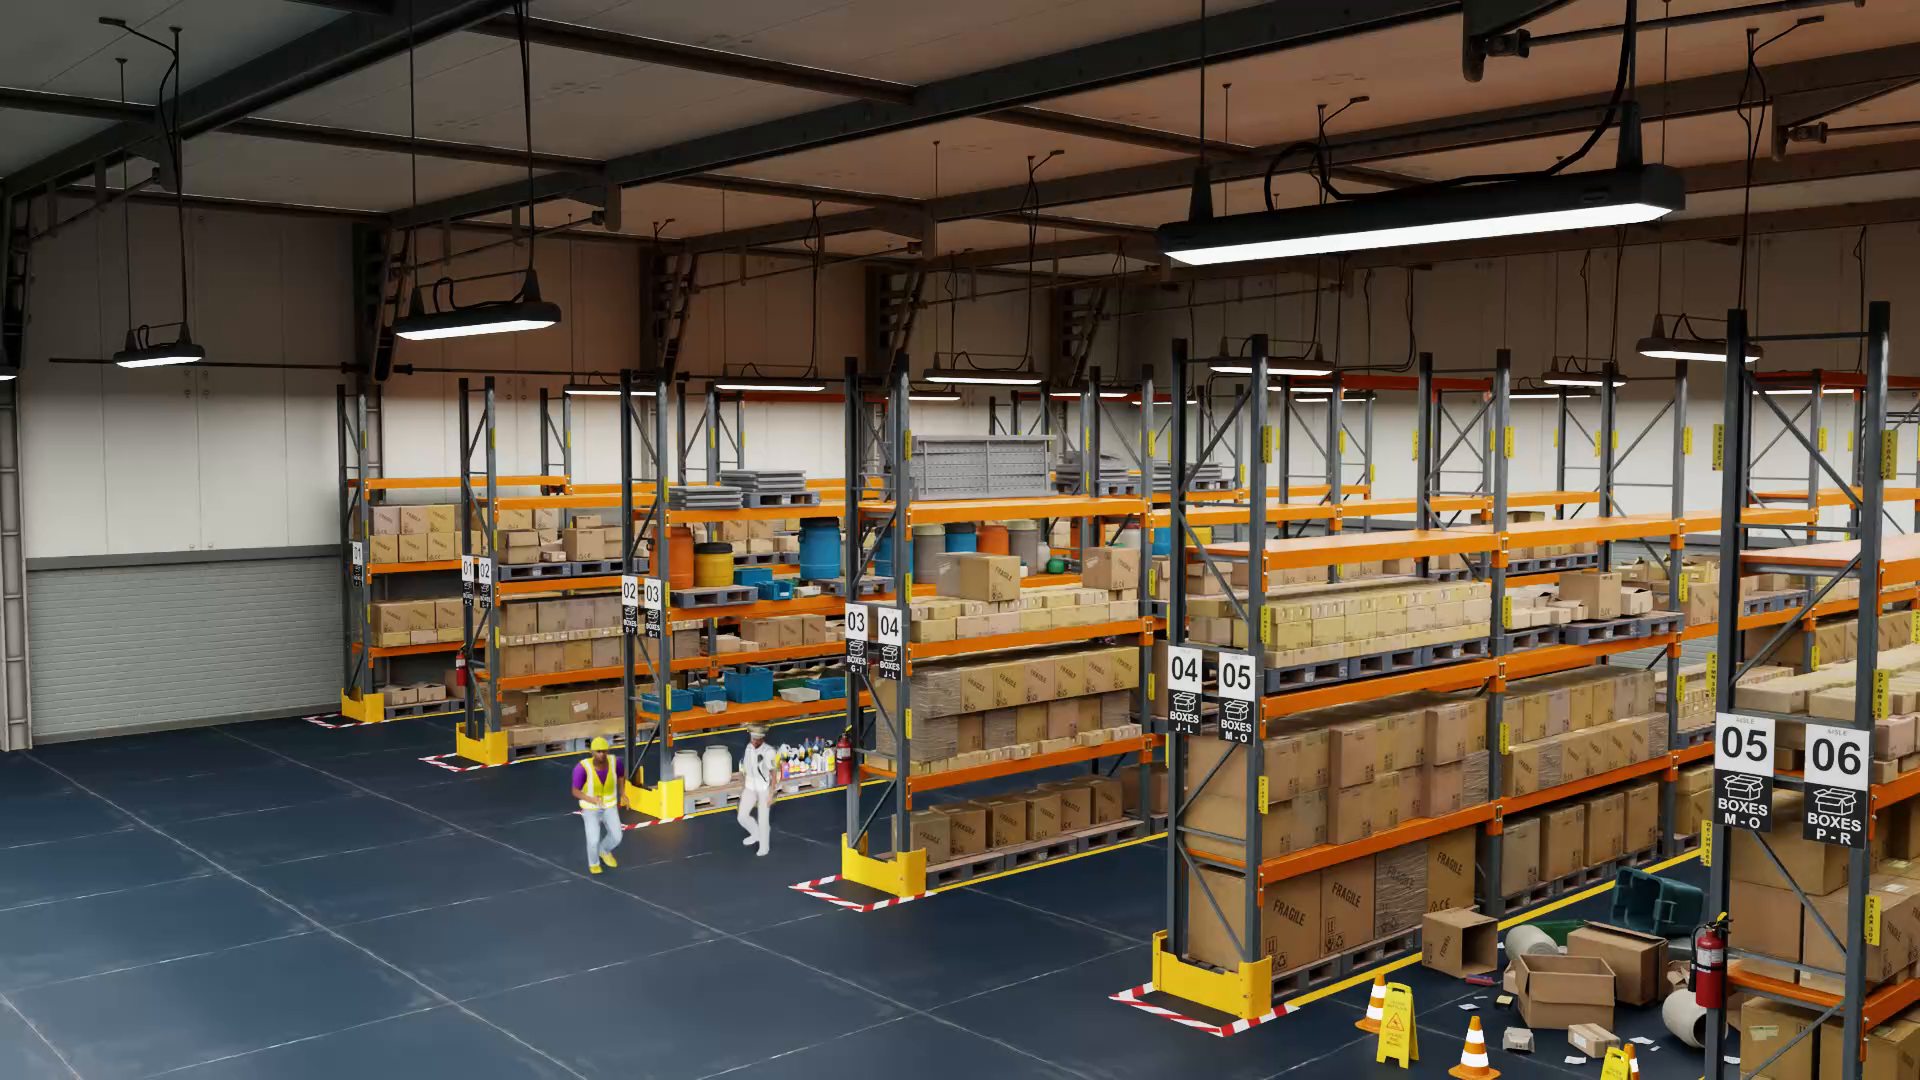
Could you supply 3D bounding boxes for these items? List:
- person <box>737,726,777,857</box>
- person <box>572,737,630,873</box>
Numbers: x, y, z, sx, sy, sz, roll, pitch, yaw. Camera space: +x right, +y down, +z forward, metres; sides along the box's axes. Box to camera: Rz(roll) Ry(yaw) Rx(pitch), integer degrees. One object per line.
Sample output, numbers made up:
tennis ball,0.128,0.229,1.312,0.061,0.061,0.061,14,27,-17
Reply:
person,-2.448,3.047,20.200,0.612,1.638,0.555,2,4,24
person,-4.141,3.078,19.210,0.709,1.655,0.782,-2,4,-25
